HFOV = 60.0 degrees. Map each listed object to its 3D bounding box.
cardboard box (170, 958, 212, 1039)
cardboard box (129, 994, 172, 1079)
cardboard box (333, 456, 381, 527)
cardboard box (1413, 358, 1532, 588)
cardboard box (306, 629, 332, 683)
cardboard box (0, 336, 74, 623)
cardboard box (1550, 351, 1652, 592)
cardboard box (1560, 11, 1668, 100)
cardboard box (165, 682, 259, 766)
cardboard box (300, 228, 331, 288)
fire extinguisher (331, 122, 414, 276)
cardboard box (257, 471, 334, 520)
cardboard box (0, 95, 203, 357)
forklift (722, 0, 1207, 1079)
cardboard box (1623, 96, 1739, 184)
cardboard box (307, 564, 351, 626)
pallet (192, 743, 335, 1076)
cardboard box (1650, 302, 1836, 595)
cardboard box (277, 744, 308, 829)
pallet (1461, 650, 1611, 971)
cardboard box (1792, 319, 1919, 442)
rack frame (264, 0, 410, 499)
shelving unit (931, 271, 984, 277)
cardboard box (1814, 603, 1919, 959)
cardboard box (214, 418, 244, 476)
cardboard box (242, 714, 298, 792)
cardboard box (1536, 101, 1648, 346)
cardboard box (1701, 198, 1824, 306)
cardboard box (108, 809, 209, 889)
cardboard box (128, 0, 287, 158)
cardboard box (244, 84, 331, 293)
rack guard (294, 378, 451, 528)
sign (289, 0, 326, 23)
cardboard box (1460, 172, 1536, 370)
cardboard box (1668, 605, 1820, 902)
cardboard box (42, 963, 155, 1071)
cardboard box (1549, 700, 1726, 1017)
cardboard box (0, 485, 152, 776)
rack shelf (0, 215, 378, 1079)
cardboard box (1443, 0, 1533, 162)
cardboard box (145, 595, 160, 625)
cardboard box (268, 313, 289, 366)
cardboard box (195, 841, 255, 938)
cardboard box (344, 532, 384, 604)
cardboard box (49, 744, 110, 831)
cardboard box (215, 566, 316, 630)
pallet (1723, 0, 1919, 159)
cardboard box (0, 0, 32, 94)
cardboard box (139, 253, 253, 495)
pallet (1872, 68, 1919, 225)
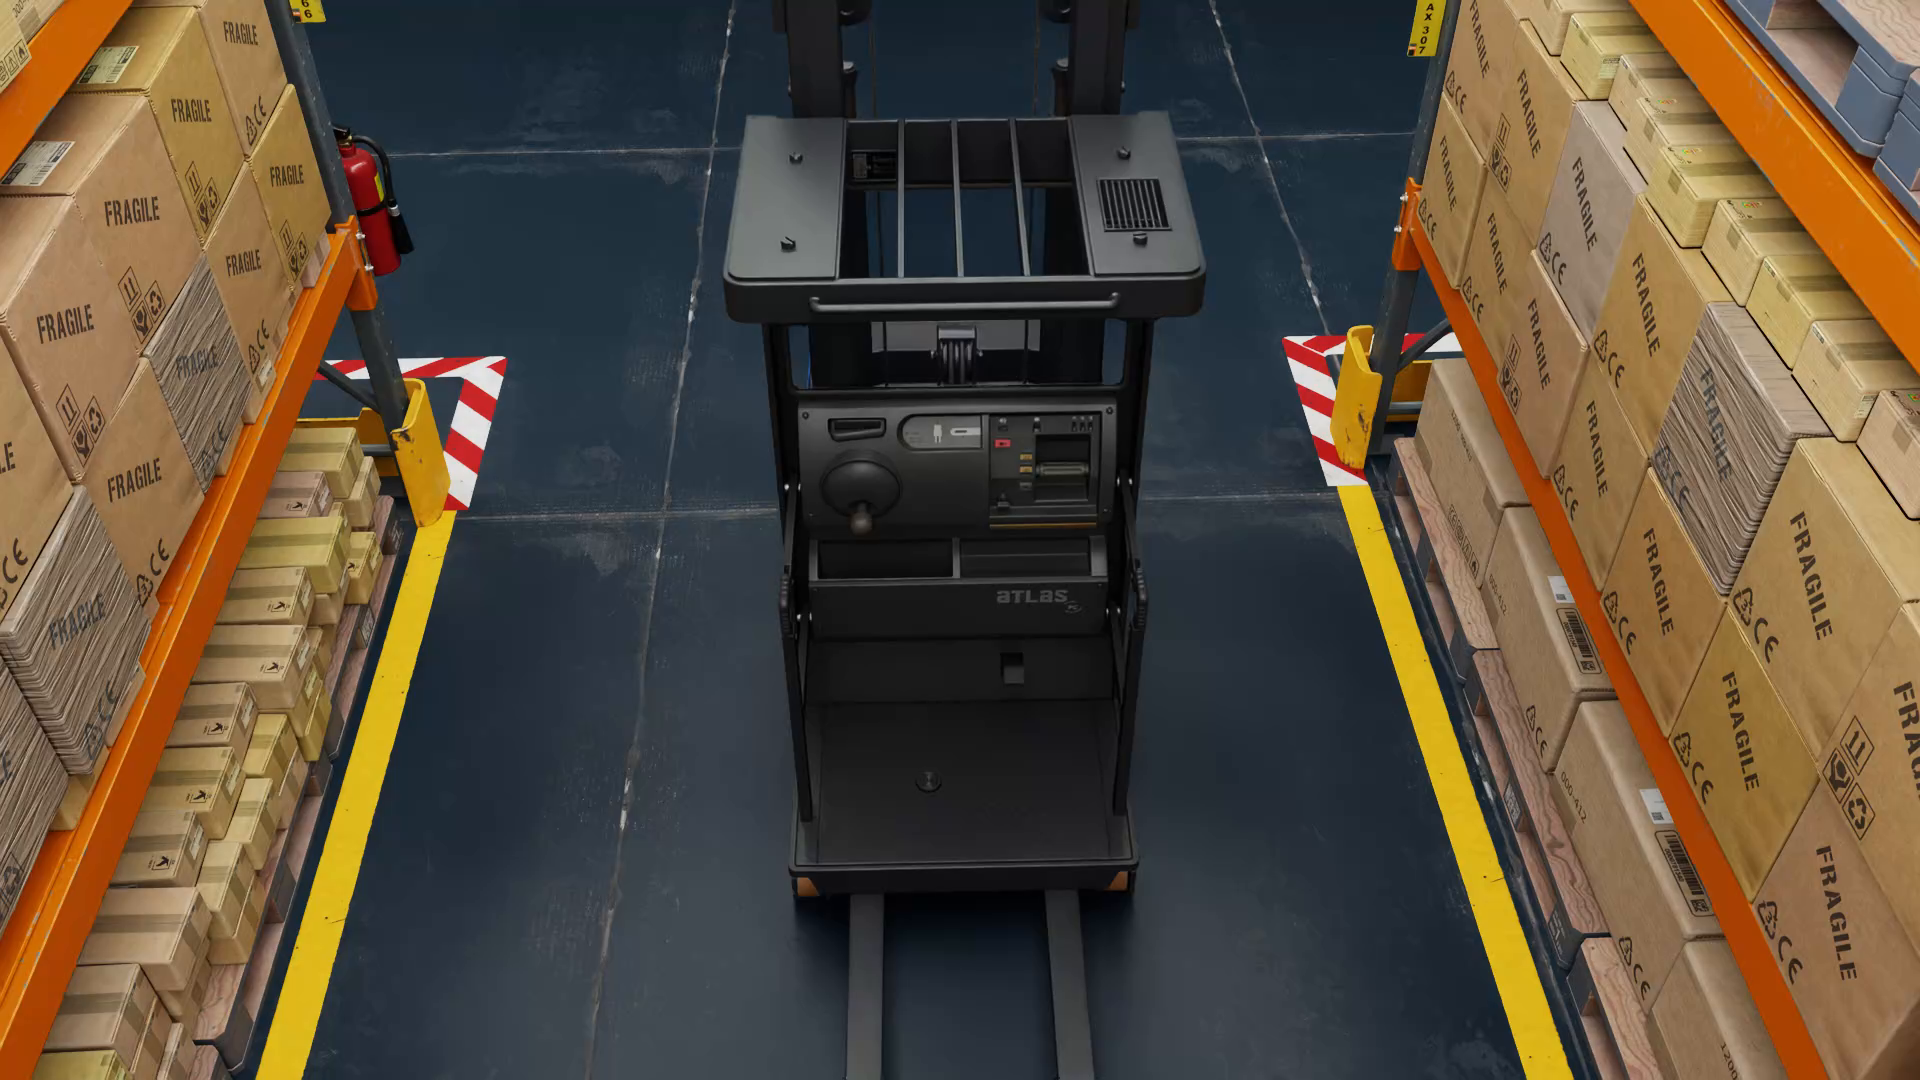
[{"bbox_3d":[-2.437,1.334,4.874,0.380,0.149,0.250,-3,43,-4],"label":"cardboard box"},{"bbox_3d":[-2.413,1.408,4.573,0.380,0.149,0.250,-4,43,-4],"label":"cardboard box"},{"bbox_3d":[-2.424,-0.176,6.302,0.380,0.149,0.250,-3,43,-3],"label":"cardboard box"},{"bbox_3d":[2.337,-0.289,6.431,0.875,0.438,0.875,-3,43,-3],"label":"cardboard box"},{"bbox_3d":[-2.440,0.452,5.836,0.380,0.149,0.250,-1,43,-1],"label":"cardboard box"},{"bbox_3d":[-2.366,-0.128,3.636,0.500,0.500,0.500,-1,43,-1],"label":"cardboard box"},{"bbox_3d":[2.034,-0.204,4.678,0.500,0.500,0.500,0,43,0],"label":"cardboard box"},{"bbox_3d":[1.956,-1.388,4.750,0.380,0.149,0.250,-3,43,-3],"label":"cardboard box"},{"bbox_3d":[-2.450,0.596,5.239,0.380,0.149,0.250,-3,43,-3],"label":"cardboard box"},{"bbox_3d":[-2.436,-1.006,5.814,0.380,0.149,0.250,-2,43,-2],"label":"cardboard box"},{"bbox_3d":[-2.282,-1.328,6.313,0.296,0.674,0.183,-2,43,-2],"label":"fire extinguisher"},{"bbox_3d":[-2.503,-0.113,6.012,0.380,0.149,0.250,-1,43,-1],"label":"cardboard box"},{"bbox_3d":[-2.411,-0.832,4.403,0.500,0.500,0.500,0,43,0],"label":"cardboard box"},{"bbox_3d":[0.002,-0.131,4.723,1.130,2.935,3.031,-1,43,-1],"label":"forklift"},{"bbox_3d":[1.988,-1.042,4.373,0.380,0.149,0.250,-1,43,-1],"label":"cardboard box"},{"bbox_3d":[-2.401,0.174,5.919,0.380,0.149,0.250,-3,43,-4],"label":"cardboard box"},{"bbox_3d":[-2.681,1.139,5.351,1.003,0.211,1.213,-2,43,-2],"label":"pallet"},{"bbox_3d":[2.039,-0.223,3.960,0.500,0.500,0.500,-1,43,-1],"label":"cardboard box"},{"bbox_3d":[-2.375,0.808,5.448,0.380,0.149,0.250,-1,43,-1],"label":"cardboard box"},{"bbox_3d":[2.370,0.866,5.649,1.003,0.211,1.213,-2,43,-2],"label":"pallet"},{"bbox_3d":[2.069,-0.352,3.621,0.380,0.149,0.250,-2,43,-2],"label":"cardboard box"},{"bbox_3d":[-2.732,-1.311,5.960,1.000,3.000,0.127,-2,43,-2],"label":"rack frame"},{"bbox_3d":[-0.007,-0.549,6.572,0.215,1.050,0.252,-1,43,-1],"label":"shelving unit"},{"bbox_3d":[2.083,0.463,3.211,0.500,0.500,0.500,-2,43,-2],"label":"cardboard box"},{"bbox_3d":[-2.421,-0.318,5.063,0.380,0.149,0.250,-3,43,-4],"label":"cardboard box"},{"bbox_3d":[-2.373,0.697,5.348,0.380,0.149,0.250,0,43,0],"label":"cardboard box"},{"bbox_3d":[2.004,-0.899,4.697,0.500,0.500,0.500,-2,43,-2],"label":"cardboard box"},{"bbox_3d":[2.032,-0.695,3.994,0.380,0.149,0.250,-2,43,-2],"label":"cardboard box"},{"bbox_3d":[-2.439,0.939,4.864,0.380,0.149,0.250,-3,43,-4],"label":"cardboard box"},{"bbox_3d":[-2.464,-1.524,5.159,0.500,0.500,0.500,-2,43,-3],"label":"cardboard box"},{"bbox_3d":[-2.456,-1.162,5.503,0.500,0.500,0.500,-1,43,-1],"label":"cardboard box"},{"bbox_3d":[-2.729,-0.338,6.749,1.175,0.500,0.348,-2,43,-2],"label":"rack guard"},{"bbox_3d":[-2.177,-1.857,5.465,0.100,0.325,0.005,-2,43,-2],"label":"sign"},{"bbox_3d":[1.992,-0.885,5.422,0.500,0.500,0.500,-2,43,-2],"label":"cardboard box"},{"bbox_3d":[2.077,0.489,3.922,0.500,0.500,0.500,-3,43,-3],"label":"cardboard box"},{"bbox_3d":[-2.416,1.295,4.476,0.380,0.149,0.250,-3,43,-3],"label":"cardboard box"},{"bbox_3d":[2.421,0.937,5.093,0.875,0.438,0.875,-3,43,-3],"label":"cardboard box"},{"bbox_3d":[-2.345,0.226,3.989,0.500,0.500,0.500,-2,43,-3],"label":"cardboard box"},{"bbox_3d":[-2.647,0.304,4.731,1.077,0.370,4.000,-2,43,-2],"label":"rack shelf"},{"bbox_3d":[1.945,-1.595,5.456,0.500,0.500,0.500,-3,43,-3],"label":"cardboard box"},{"bbox_3d":[-2.409,0.214,4.483,0.380,0.149,0.250,0,43,0],"label":"cardboard box"},{"bbox_3d":[-2.437,-0.669,5.445,0.380,0.149,0.250,-2,43,-2],"label":"cardboard box"},{"bbox_3d":[-2.349,1.049,4.964,0.380,0.149,0.250,-2,43,-2],"label":"cardboard box"},{"bbox_3d":[-2.389,0.105,6.214,0.380,0.149,0.250,0,43,0],"label":"cardboard box"},{"bbox_3d":[-2.347,0.575,4.089,0.380,0.149,0.250,-1,43,-1],"label":"cardboard box"},{"bbox_3d":[-2.417,0.235,5.633,0.380,0.149,0.250,-3,43,-4],"label":"cardboard box"},{"bbox_3d":[2.306,-1.268,3.759,1.003,0.211,1.213,-2,43,-2],"label":"pallet"},{"bbox_3d":[-2.369,-1.024,3.539,0.500,0.250,0.500,0,43,0],"label":"cardboard box"},{"bbox_3d":[-2.408,-0.472,4.751,0.500,0.500,0.500,-2,43,-2],"label":"cardboard box"},{"bbox_3d":[2.355,-0.447,2.863,1.003,0.211,1.213,-2,43,-2],"label":"pallet"}]
